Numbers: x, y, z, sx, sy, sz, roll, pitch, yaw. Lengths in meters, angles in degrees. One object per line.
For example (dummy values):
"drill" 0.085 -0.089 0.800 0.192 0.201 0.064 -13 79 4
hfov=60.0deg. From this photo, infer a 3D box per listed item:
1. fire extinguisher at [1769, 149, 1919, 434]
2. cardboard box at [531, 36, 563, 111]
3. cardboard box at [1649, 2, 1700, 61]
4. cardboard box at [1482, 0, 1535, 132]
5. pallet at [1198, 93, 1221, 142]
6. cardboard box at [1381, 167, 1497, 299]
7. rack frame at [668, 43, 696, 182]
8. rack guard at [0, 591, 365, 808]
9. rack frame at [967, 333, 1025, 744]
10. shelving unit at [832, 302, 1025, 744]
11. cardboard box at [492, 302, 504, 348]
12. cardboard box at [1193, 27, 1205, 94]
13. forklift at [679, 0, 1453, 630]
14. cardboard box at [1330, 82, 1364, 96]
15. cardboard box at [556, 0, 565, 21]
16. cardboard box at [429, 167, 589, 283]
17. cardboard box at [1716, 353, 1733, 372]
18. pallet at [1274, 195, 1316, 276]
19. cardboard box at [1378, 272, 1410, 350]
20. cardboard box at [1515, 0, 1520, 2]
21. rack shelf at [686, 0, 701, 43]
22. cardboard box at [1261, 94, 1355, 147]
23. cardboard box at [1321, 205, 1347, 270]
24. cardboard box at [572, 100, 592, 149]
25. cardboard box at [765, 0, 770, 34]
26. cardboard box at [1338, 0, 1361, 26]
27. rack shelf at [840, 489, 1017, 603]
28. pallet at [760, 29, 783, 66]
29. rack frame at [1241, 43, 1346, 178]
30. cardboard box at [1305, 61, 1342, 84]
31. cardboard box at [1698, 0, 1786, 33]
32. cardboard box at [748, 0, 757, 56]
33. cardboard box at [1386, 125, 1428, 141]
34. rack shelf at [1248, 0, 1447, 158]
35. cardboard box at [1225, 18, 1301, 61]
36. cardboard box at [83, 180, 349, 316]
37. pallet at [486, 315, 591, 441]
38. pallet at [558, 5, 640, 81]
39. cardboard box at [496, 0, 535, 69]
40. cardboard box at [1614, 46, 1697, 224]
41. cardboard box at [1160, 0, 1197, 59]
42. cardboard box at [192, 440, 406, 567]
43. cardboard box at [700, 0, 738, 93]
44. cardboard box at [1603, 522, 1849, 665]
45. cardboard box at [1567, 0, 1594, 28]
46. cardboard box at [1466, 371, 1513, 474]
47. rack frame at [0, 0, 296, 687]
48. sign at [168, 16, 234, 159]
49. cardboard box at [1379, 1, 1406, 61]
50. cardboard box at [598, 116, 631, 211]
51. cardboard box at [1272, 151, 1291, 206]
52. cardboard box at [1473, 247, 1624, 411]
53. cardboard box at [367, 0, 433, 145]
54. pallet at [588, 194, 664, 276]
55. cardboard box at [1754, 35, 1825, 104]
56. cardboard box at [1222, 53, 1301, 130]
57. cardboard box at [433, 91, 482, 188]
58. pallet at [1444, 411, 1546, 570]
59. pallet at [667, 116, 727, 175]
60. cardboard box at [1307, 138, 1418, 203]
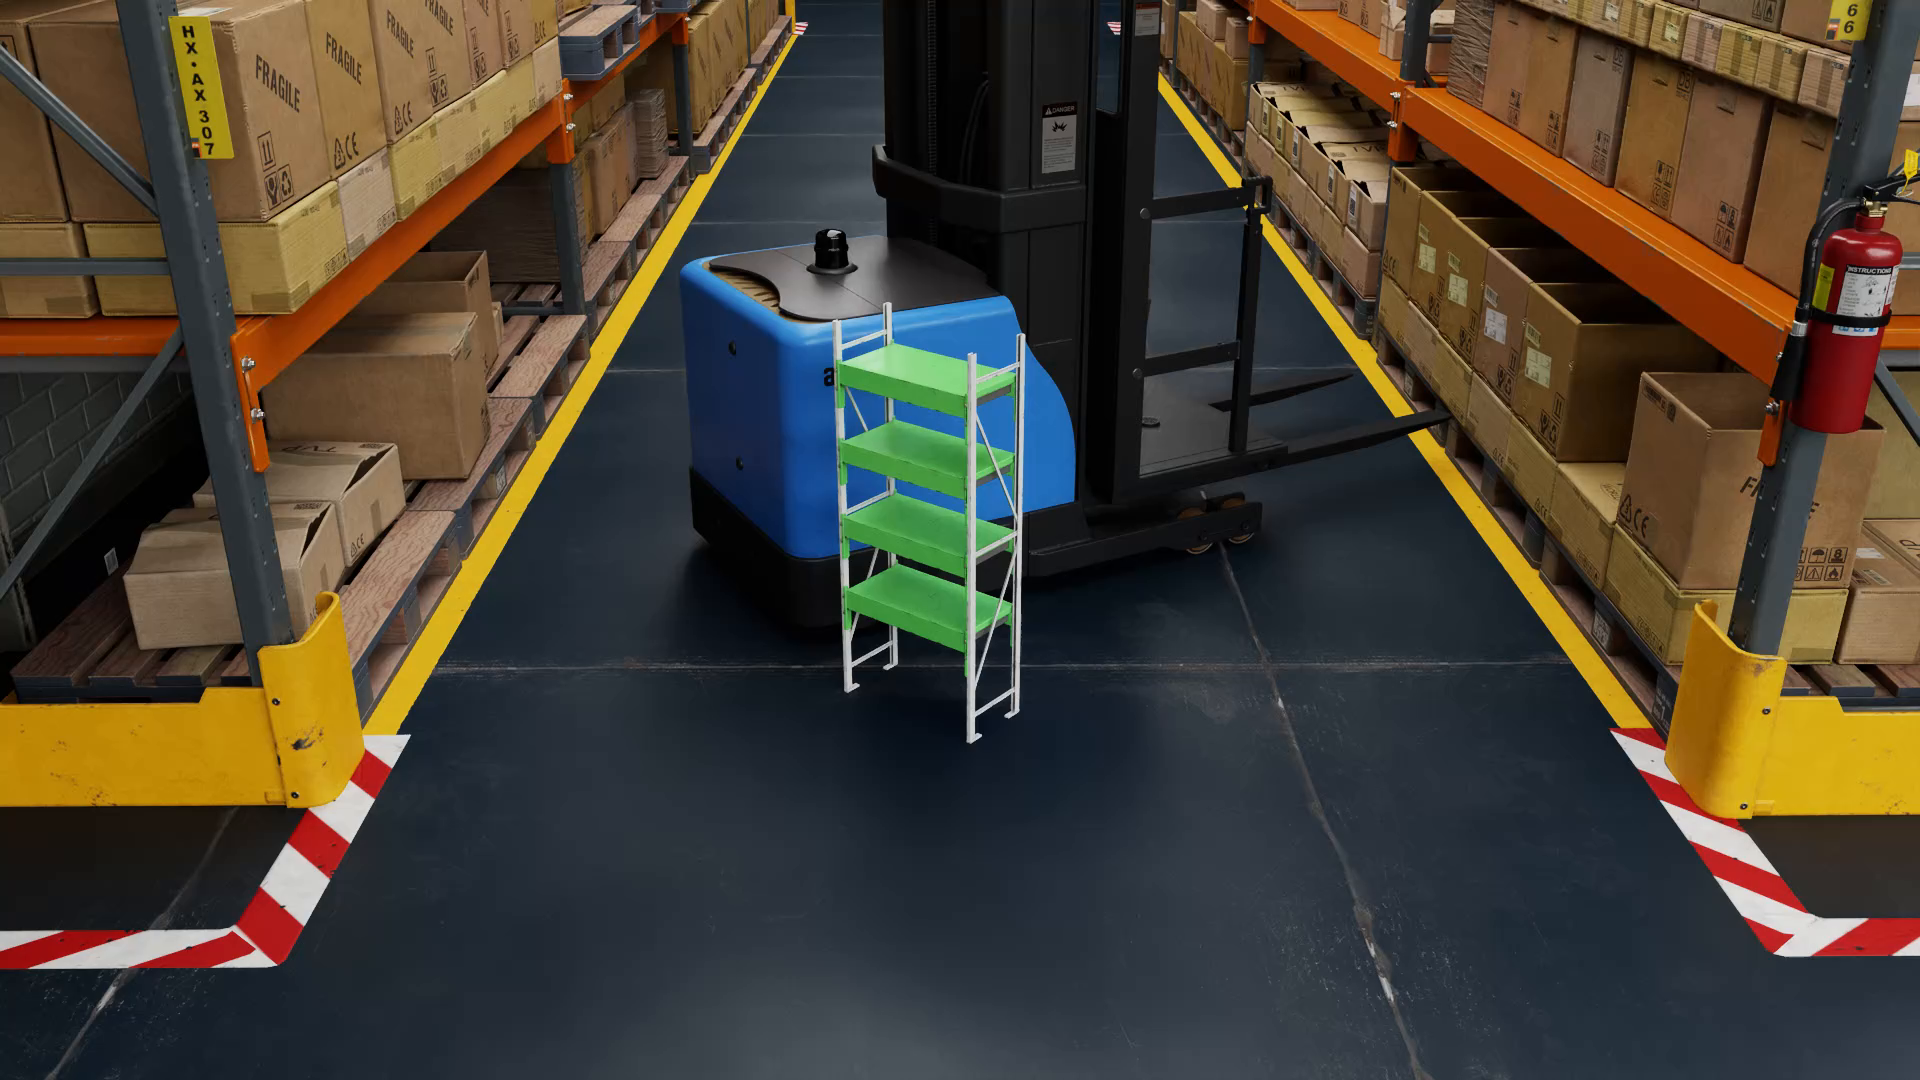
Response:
"fire extinguisher" 2.165 -0.600 4.030 0.296 0.674 0.183 0 24 -1
"cardboard box" -2.061 -2.057 7.317 0.500 0.250 0.500 0 24 0
"cardboard box" 2.422 -1.609 5.259 0.380 0.149 0.250 0 24 1
"cardboard box" 2.608 -1.980 6.866 0.700 0.500 0.500 -1 24 -1
"pallet" 2.560 -3.521 13.780 1.003 0.211 1.213 0 24 -1
"cardboard box" 2.276 -1.422 7.671 0.500 0.500 0.500 0 24 -1
"rack frame" -2.413 -3.959 11.363 1.000 3.000 0.127 0 24 -1
"rack guard" -2.326 0.445 4.658 1.175 0.500 0.348 0 24 -1
"rack frame" 0.100 0.015 4.760 0.015 1.200 0.240 18 30 35
"shelving unit" -0.091 -0.047 4.899 0.503 1.200 0.258 18 30 35
"cardboard box" -2.333 -1.000 7.725 0.380 0.166 0.250 -3 25 -7
"cardboard box" 2.274 -4.066 14.100 0.500 0.500 0.500 0 24 0
"forklift" 0.546 -1.461 5.923 3.031 2.935 1.130 -13 27 -26
"cardboard box" 2.793 -2.962 11.305 0.500 0.311 0.500 0 24 1
"cardboard box" -2.340 -2.766 8.071 0.700 0.500 0.500 0 24 0
"cardboard box" -2.394 -1.675 8.813 0.700 0.500 0.500 1 24 1
"cardboard box" 2.819 -0.600 5.854 0.500 0.500 0.500 0 24 -1
"pallet" 2.521 -1.871 10.131 1.003 0.211 1.213 0 24 -1
"cardboard box" 2.286 -1.080 7.826 0.500 0.250 0.500 0 24 -1
"cardboard box" 2.405 -2.246 6.667 0.380 0.149 0.250 0 24 -1
"rack shelf" -2.434 -4.455 13.333 1.077 0.370 4.000 0 24 -1
"cardboard box" 2.267 -2.743 10.821 0.500 0.311 0.500 -1 24 -2
"cardboard box" 2.286 -1.651 9.087 0.500 0.250 0.500 -1 24 -1
"cardboard box" -2.411 -2.413 9.534 0.500 0.250 0.500 -1 24 -2
"cardboard box" -2.381 -5.606 17.529 0.700 0.500 0.500 -1 24 -2
"cardboard box" 2.575 -3.337 9.866 0.500 0.500 0.500 -2 24 -3
"rack shelf" -0.091 0.011 4.925 0.480 0.148 0.258 18 30 35
"pallet" -2.403 -5.154 17.390 1.003 0.211 1.213 0 24 -1
"rack frame" 2.541 -3.983 11.416 1.000 3.000 0.127 0 24 -1
"cardboard box" 2.822 -3.233 12.258 0.500 0.500 0.500 1 24 2
"cardboard box" 2.624 -1.754 4.792 0.700 0.500 0.500 -1 24 -2
"cardboard box" -2.362 -4.968 16.118 0.700 0.500 0.500 0 24 0
"cardboard box" 2.811 -2.333 9.915 0.500 0.311 0.500 0 24 1
"rack shelf" 2.563 -2.831 9.742 1.077 0.370 4.000 0 24 -1
"cardboard box" 2.291 -3.793 12.586 0.500 0.250 0.500 1 24 1
"cardboard box" -2.013 -0.805 4.549 0.500 0.250 0.500 -1 24 -2
"pallet" -2.326 -0.763 7.682 1.003 0.211 1.213 0 24 -1
"pallet" -2.232 -2.539 8.456 1.003 0.211 1.213 0 24 -1
"cardboard box" -2.043 -2.194 6.708 0.500 0.500 0.500 0 24 -1
"cardboard box" 2.626 -1.345 5.462 0.700 0.500 0.500 0 24 0
"cardboard box" 2.207 -4.926 16.001 0.500 0.500 0.500 0 24 -1
"cardboard box" -2.249 -0.158 5.688 0.500 0.311 0.500 2 24 4
"cardboard box" -2.307 -4.185 13.963 0.750 0.750 0.750 0 24 1
"cardboard box" 2.327 0.156 5.093 0.500 0.250 0.500 0 24 -1
"cardboard box" 2.414 -1.925 5.959 0.380 0.149 0.250 0 24 -1
"cardboard box" 2.298 -0.462 6.459 0.500 0.250 0.500 0 24 -1
"rack frame" -2.325 -0.662 4.074 1.000 3.000 0.127 0 24 -1
"sign" -1.783 -1.059 3.901 0.100 0.325 0.005 0 24 -1
"cardboard box" 2.391 -2.634 8.598 0.396 0.266 0.258 -1 24 -2
"cardboard box" -2.430 -2.306 10.209 0.700 0.500 0.500 0 24 -1
"cardboard box" 2.271 -2.283 10.484 0.500 0.250 0.500 -1 24 -2
"cardboard box" 2.295 -0.804 6.304 0.500 0.500 0.500 0 24 -1
"cardboard box" -2.025 -1.559 5.306 0.500 0.500 0.500 -1 24 -2
"pallet" -2.395 -1.865 10.117 1.003 0.211 1.213 0 24 -1
"cardboard box" 2.429 -1.292 4.557 0.380 0.149 0.250 0 24 1
"cardboard box" 2.296 -3.428 12.690 0.500 0.500 0.500 1 24 2
"cardboard box" -2.036 -1.438 5.946 0.500 0.250 0.500 0 24 0
"pallet" 2.567 -0.232 6.506 1.003 0.211 1.213 0 24 -1
"pallet" -2.346 -3.013 12.657 1.003 0.211 1.213 0 24 -1
"cardboard box" 2.278 -2.114 9.430 0.500 0.311 0.500 0 24 -1
